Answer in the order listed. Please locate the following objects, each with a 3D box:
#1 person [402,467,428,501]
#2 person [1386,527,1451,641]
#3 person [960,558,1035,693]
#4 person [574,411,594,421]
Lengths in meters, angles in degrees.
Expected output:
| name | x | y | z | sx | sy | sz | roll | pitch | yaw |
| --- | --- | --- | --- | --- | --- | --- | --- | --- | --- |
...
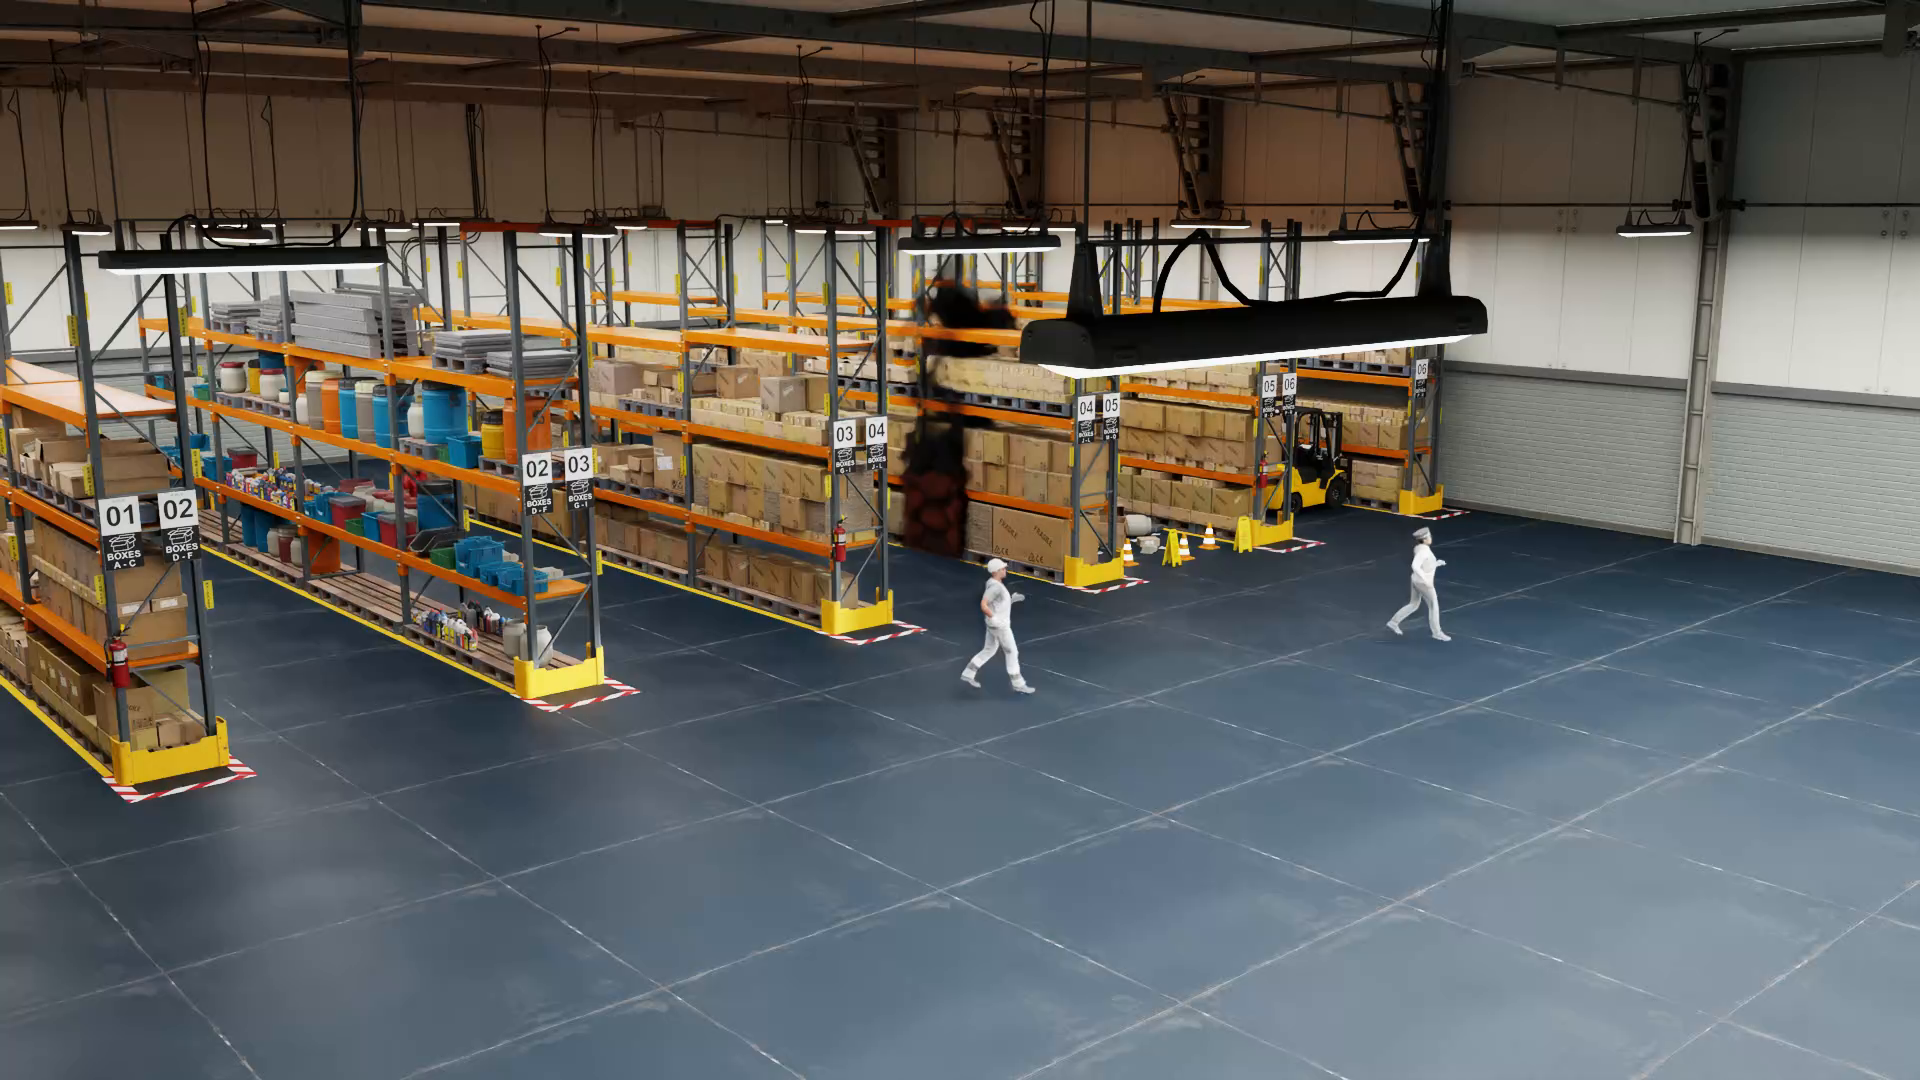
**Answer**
| name | x | y | z | sx | sy | sz | roll | pitch | yaw |
| --- | --- | --- | --- | --- | --- | --- | --- | --- | --- |
| person | -10.036 | -0.632 | 30.782 | 0.816 | 1.717 | 0.645 | 9 | 14 | 37 |
| person | 6.754 | 0.638 | 24.322 | 0.936 | 1.687 | 0.610 | -1 | 11 | -3 |
| person | 0.494 | 1.116 | 21.659 | 0.979 | 1.786 | 0.661 | -2 | 12 | -9 |
| person | -9.249 | -2.625 | 40.532 | 0.685 | 1.726 | 0.640 | 7 | 14 | 33 |
